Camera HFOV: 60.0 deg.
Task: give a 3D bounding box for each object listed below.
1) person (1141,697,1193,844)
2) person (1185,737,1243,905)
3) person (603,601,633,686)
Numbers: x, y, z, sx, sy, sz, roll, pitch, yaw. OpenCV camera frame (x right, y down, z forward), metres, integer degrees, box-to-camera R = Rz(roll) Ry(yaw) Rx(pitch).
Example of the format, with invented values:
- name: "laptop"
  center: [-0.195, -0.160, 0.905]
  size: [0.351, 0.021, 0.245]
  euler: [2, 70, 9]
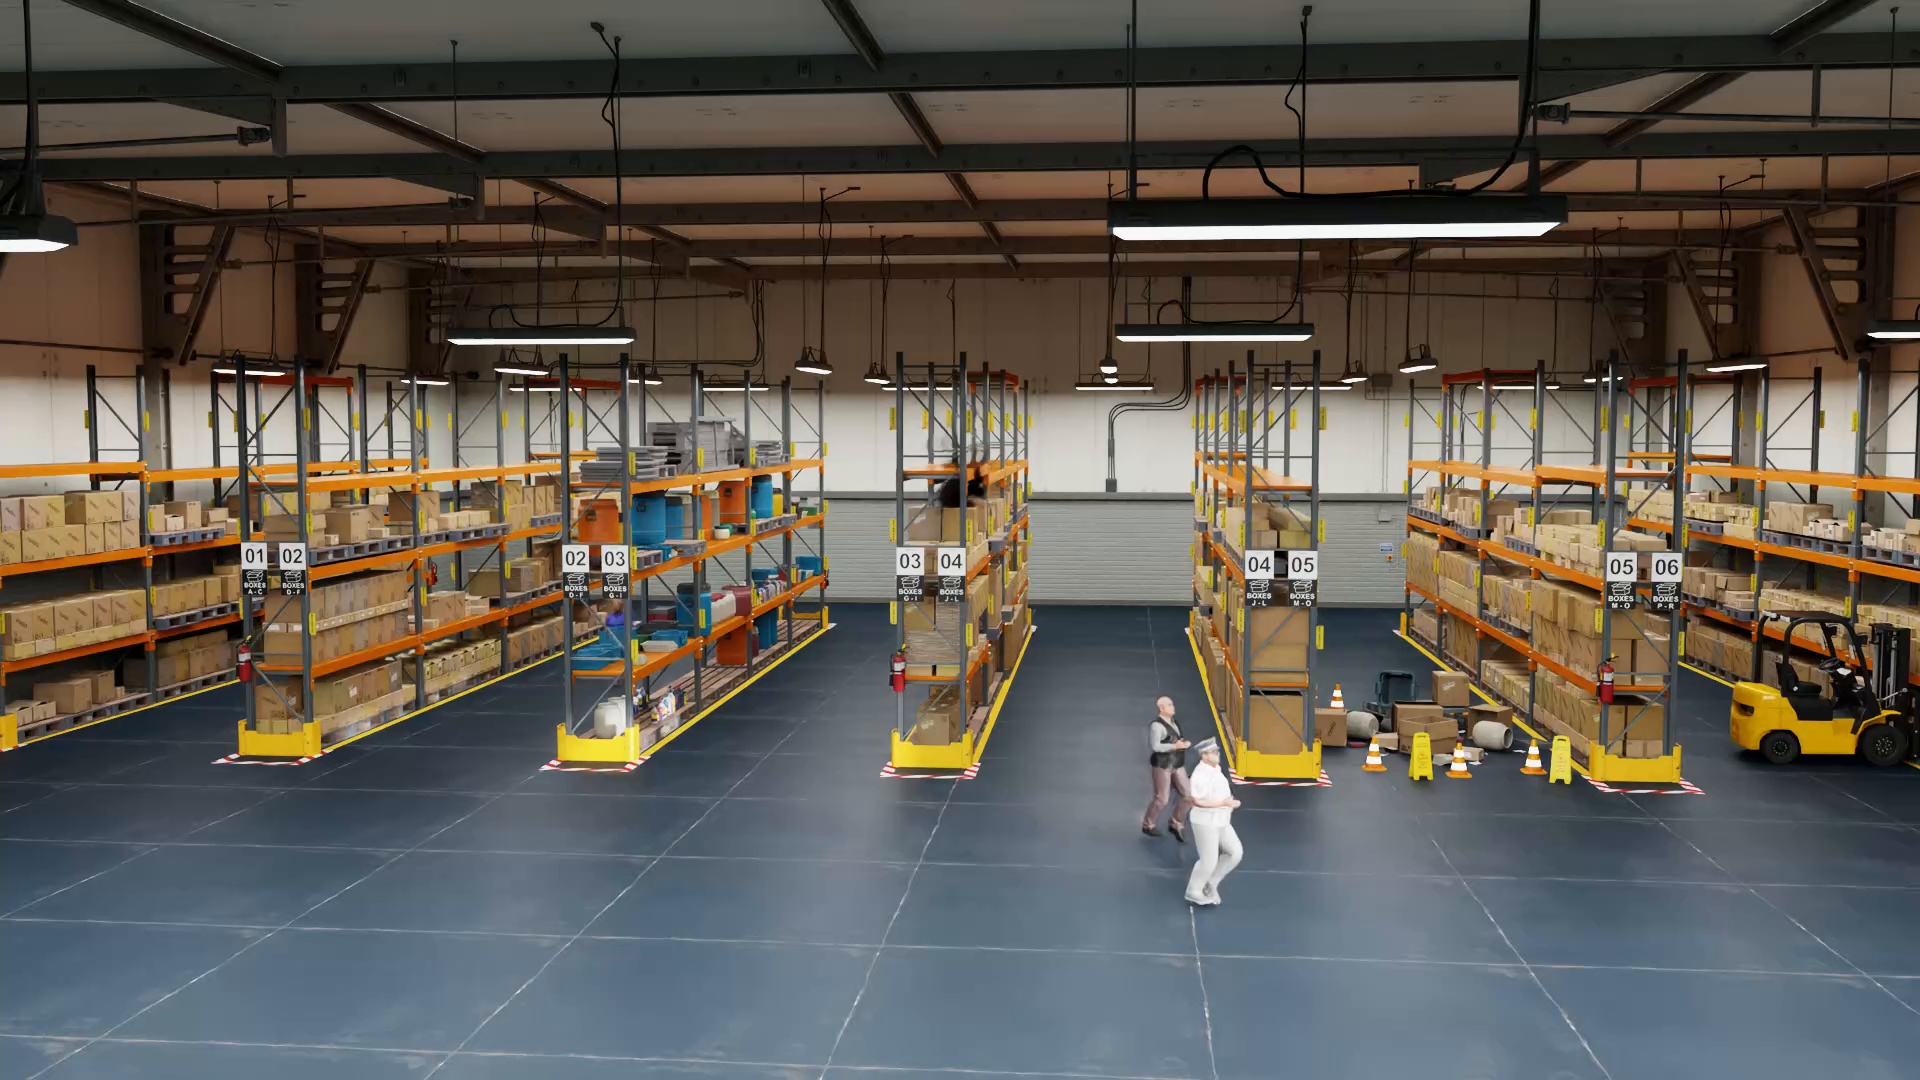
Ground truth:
- name: "person"
  center: [2.485, 2.745, 19.773]
  size: [0.710, 1.760, 0.637]
  euler: [4, 6, 43]
- name: "person"
  center: [2.641, 2.914, 17.117]
  size: [0.651, 1.789, 0.645]
  euler: [3, 5, 35]
- name: "person"
  center: [-6.511, 1.955, 31.594]
  size: [0.573, 1.604, 0.583]
  euler: [0, 4, 2]
